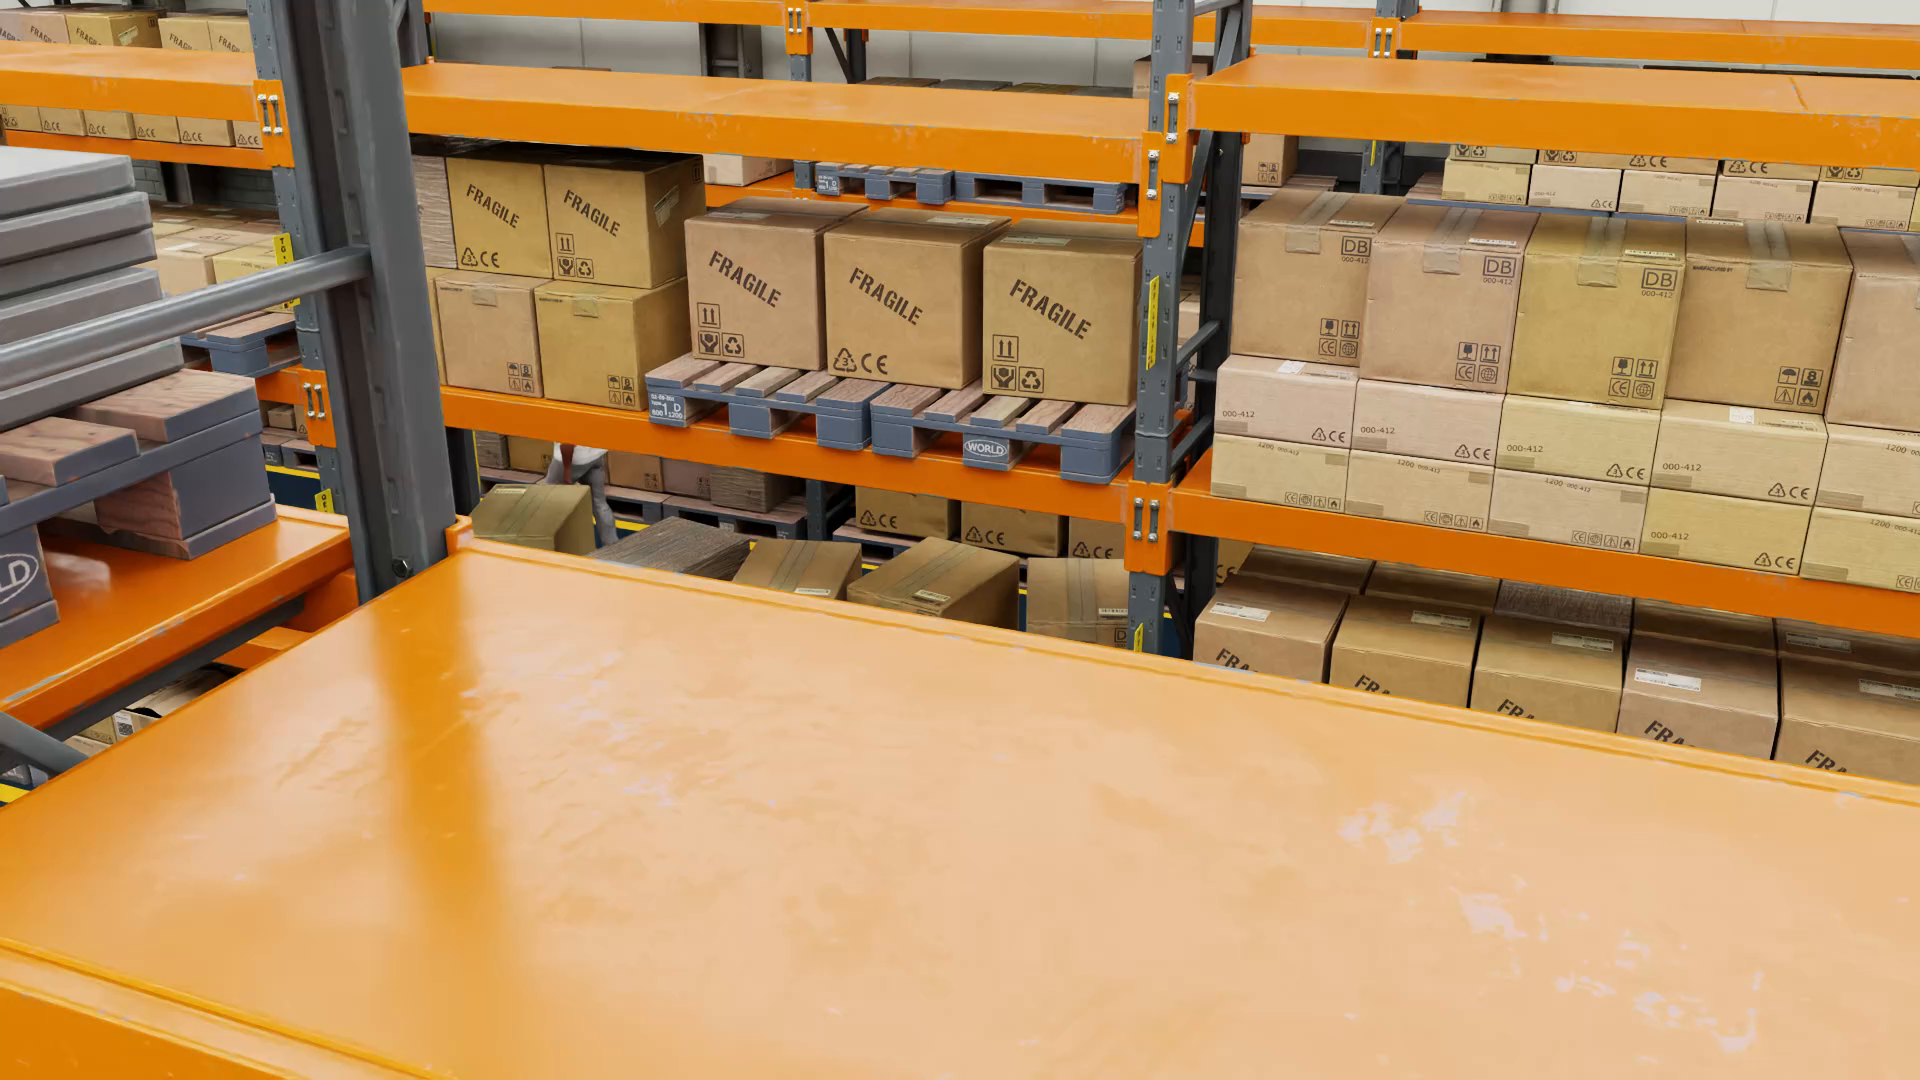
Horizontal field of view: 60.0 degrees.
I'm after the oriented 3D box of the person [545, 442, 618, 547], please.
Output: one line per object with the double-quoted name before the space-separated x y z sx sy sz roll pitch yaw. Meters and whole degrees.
"person" -2.842 -0.598 12.403 0.572 1.835 0.612 11 25 25
